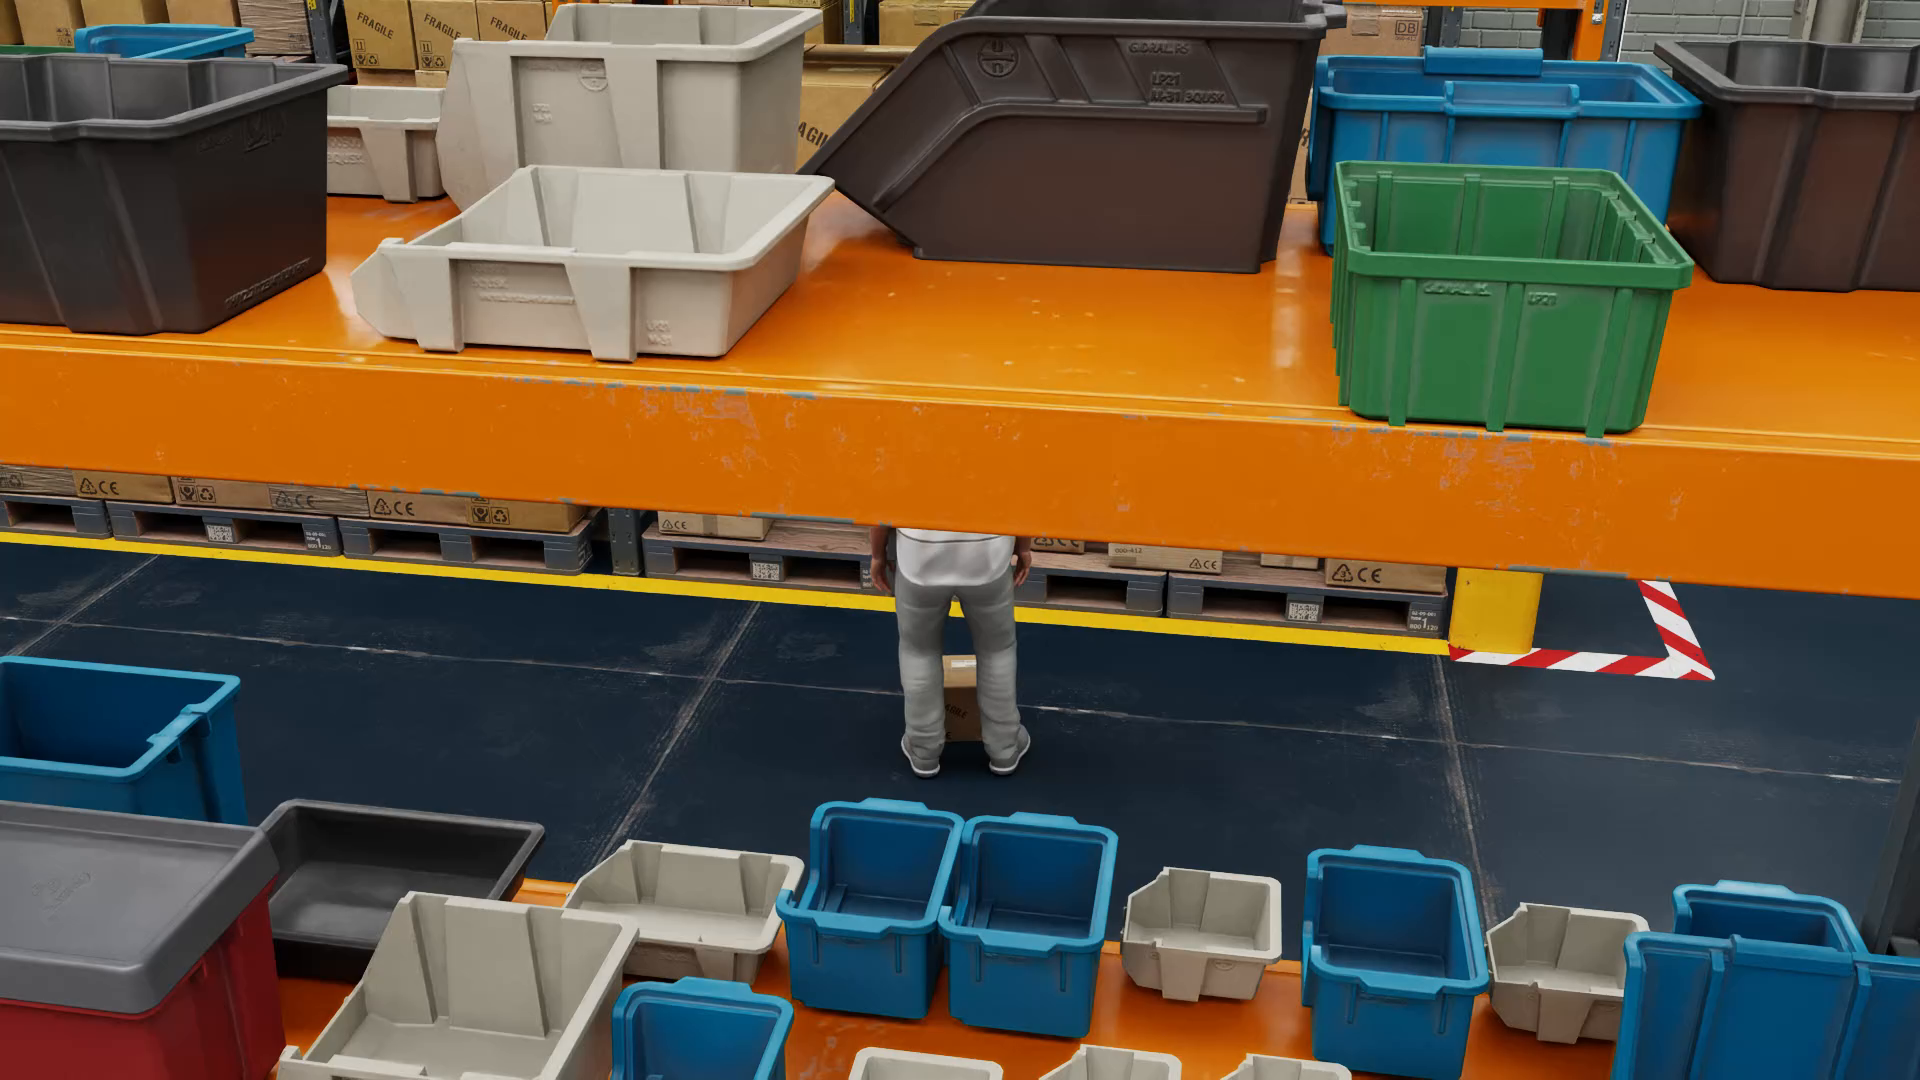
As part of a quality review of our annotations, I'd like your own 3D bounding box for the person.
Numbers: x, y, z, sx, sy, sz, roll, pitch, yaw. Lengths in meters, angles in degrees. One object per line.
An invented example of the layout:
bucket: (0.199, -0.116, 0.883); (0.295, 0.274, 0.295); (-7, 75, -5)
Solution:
person: (-0.023, 0.056, 5.973); (0.606, 1.750, 0.431); (-1, 25, -3)
